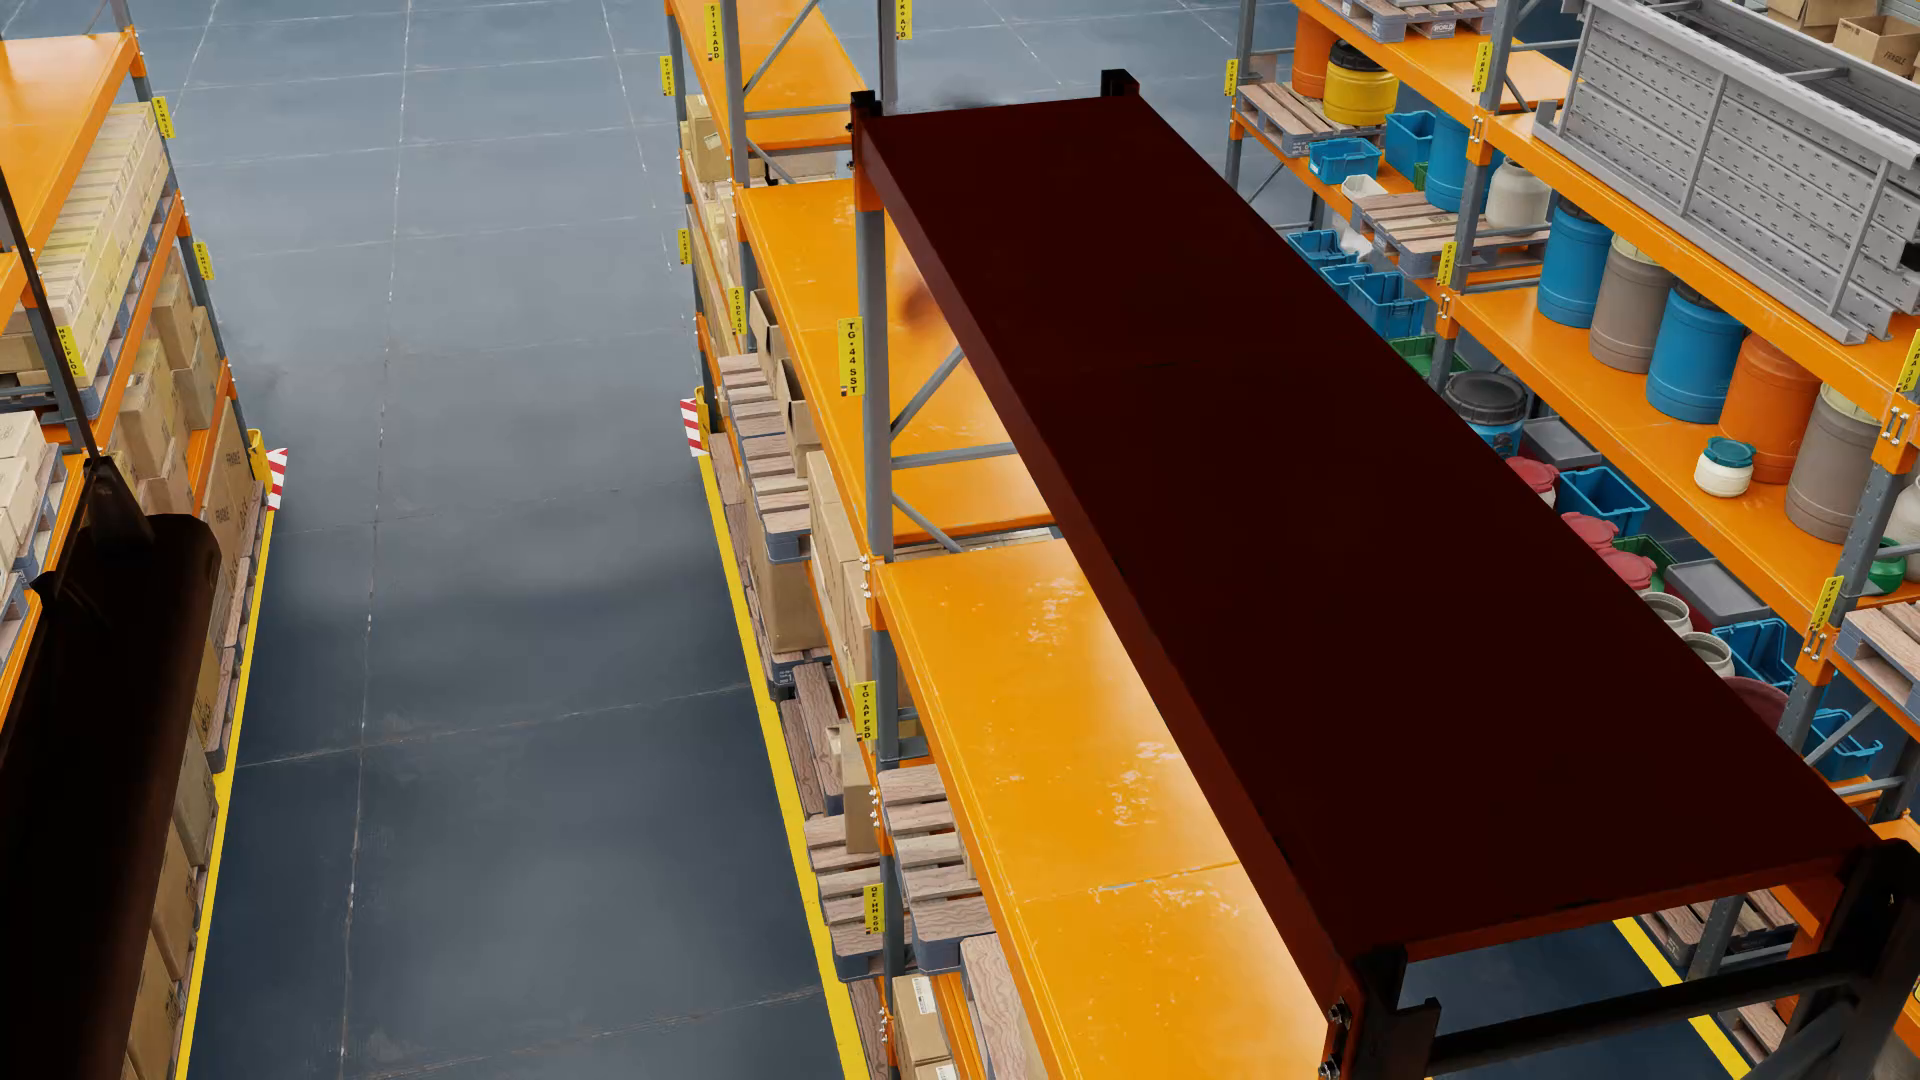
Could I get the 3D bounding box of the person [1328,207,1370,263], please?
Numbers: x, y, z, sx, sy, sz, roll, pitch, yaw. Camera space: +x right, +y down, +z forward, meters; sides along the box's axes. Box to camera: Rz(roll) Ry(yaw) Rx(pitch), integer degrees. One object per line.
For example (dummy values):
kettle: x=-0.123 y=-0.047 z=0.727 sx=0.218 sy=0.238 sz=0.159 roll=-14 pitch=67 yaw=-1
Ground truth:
person: x=3.911 y=-2.983 z=16.933 sx=0.708 sy=1.717 sz=0.523 roll=-22 pitch=40 yaw=-29
